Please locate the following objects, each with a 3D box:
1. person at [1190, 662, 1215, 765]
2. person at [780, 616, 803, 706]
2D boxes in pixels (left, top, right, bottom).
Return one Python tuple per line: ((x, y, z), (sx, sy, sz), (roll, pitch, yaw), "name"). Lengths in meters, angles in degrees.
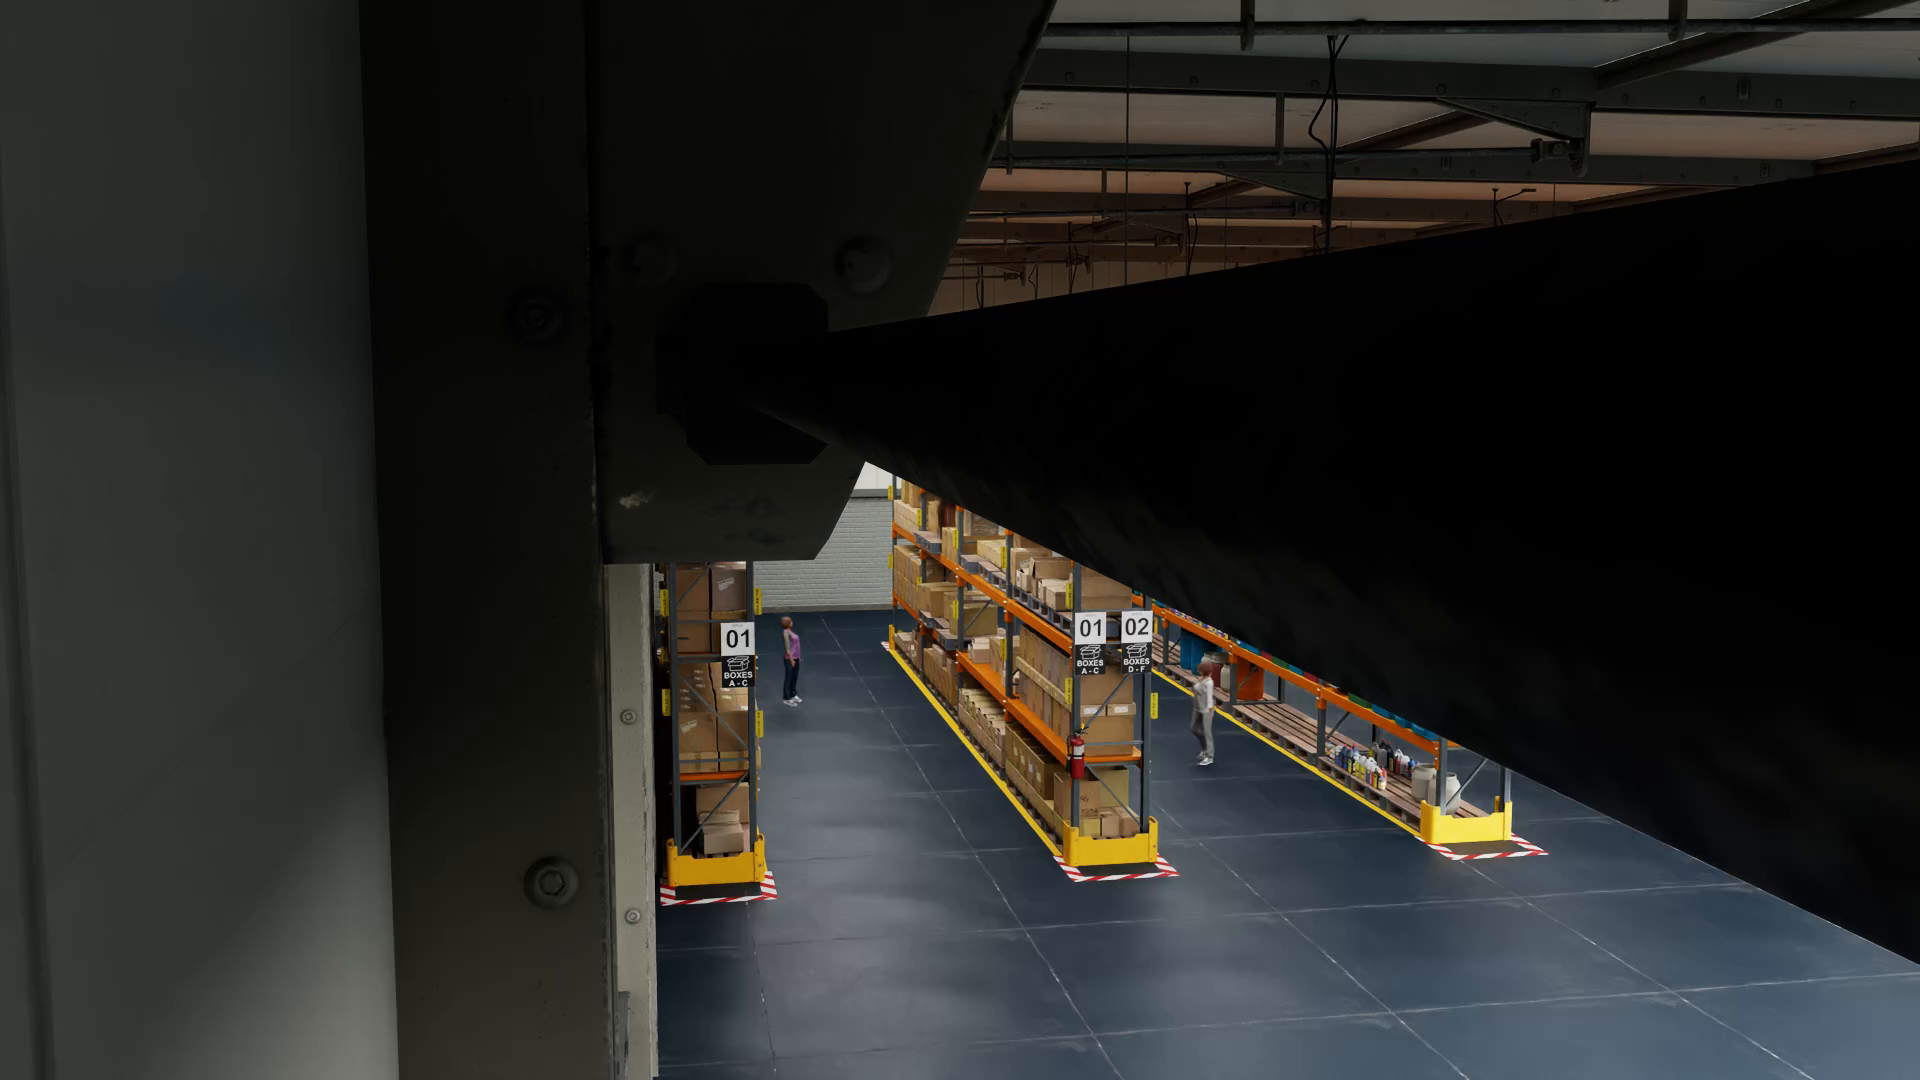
((3.849, 2.705, 26.121), (0.355, 1.608, 0.450), (-2, 6, -15), "person")
((-3.038, 2.171, 30.138), (0.365, 1.609, 0.493), (3, 7, 25), "person")
